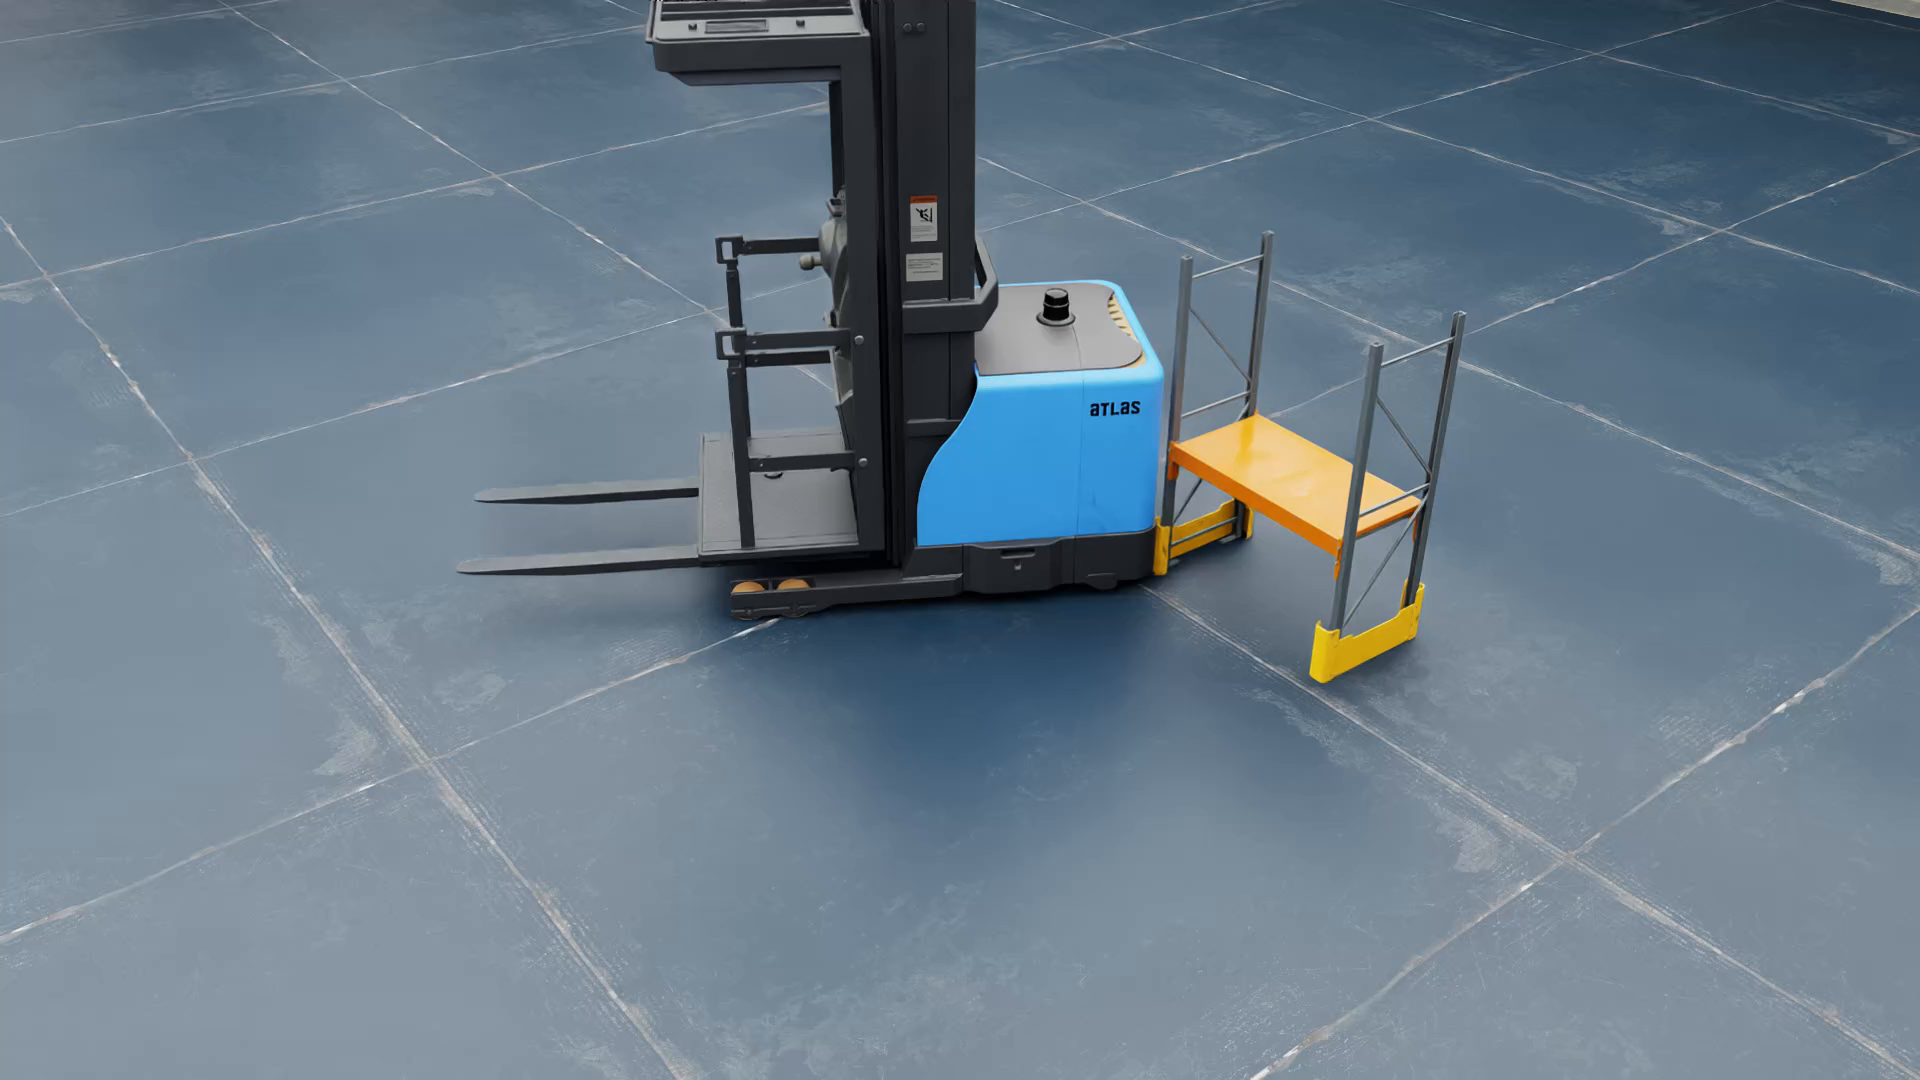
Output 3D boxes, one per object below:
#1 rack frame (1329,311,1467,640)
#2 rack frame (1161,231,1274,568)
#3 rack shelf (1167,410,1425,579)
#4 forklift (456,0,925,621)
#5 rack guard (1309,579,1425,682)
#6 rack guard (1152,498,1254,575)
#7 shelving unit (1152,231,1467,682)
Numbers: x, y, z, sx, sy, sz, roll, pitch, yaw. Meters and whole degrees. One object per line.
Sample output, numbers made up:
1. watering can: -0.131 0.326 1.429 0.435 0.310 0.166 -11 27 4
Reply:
1. rack frame: 1.705 -0.149 6.569 0.500 1.500 0.032 -21 37 -30
2. rack frame: 1.109 -0.584 7.268 0.500 1.500 0.032 -21 37 -30
3. rack shelf: 1.407 -0.214 7.014 0.538 0.185 1.000 -21 37 -30
4. forklift: -0.694 -1.195 6.896 3.031 2.935 1.121 -4 32 -6
5. rack guard: 1.694 0.373 6.912 0.587 0.250 0.087 -21 37 -30
6. rack guard: 1.110 -0.052 7.597 0.587 0.250 0.087 -21 37 -30
7. shelving unit: 1.402 -0.370 6.925 0.587 1.500 1.083 -21 37 -30
